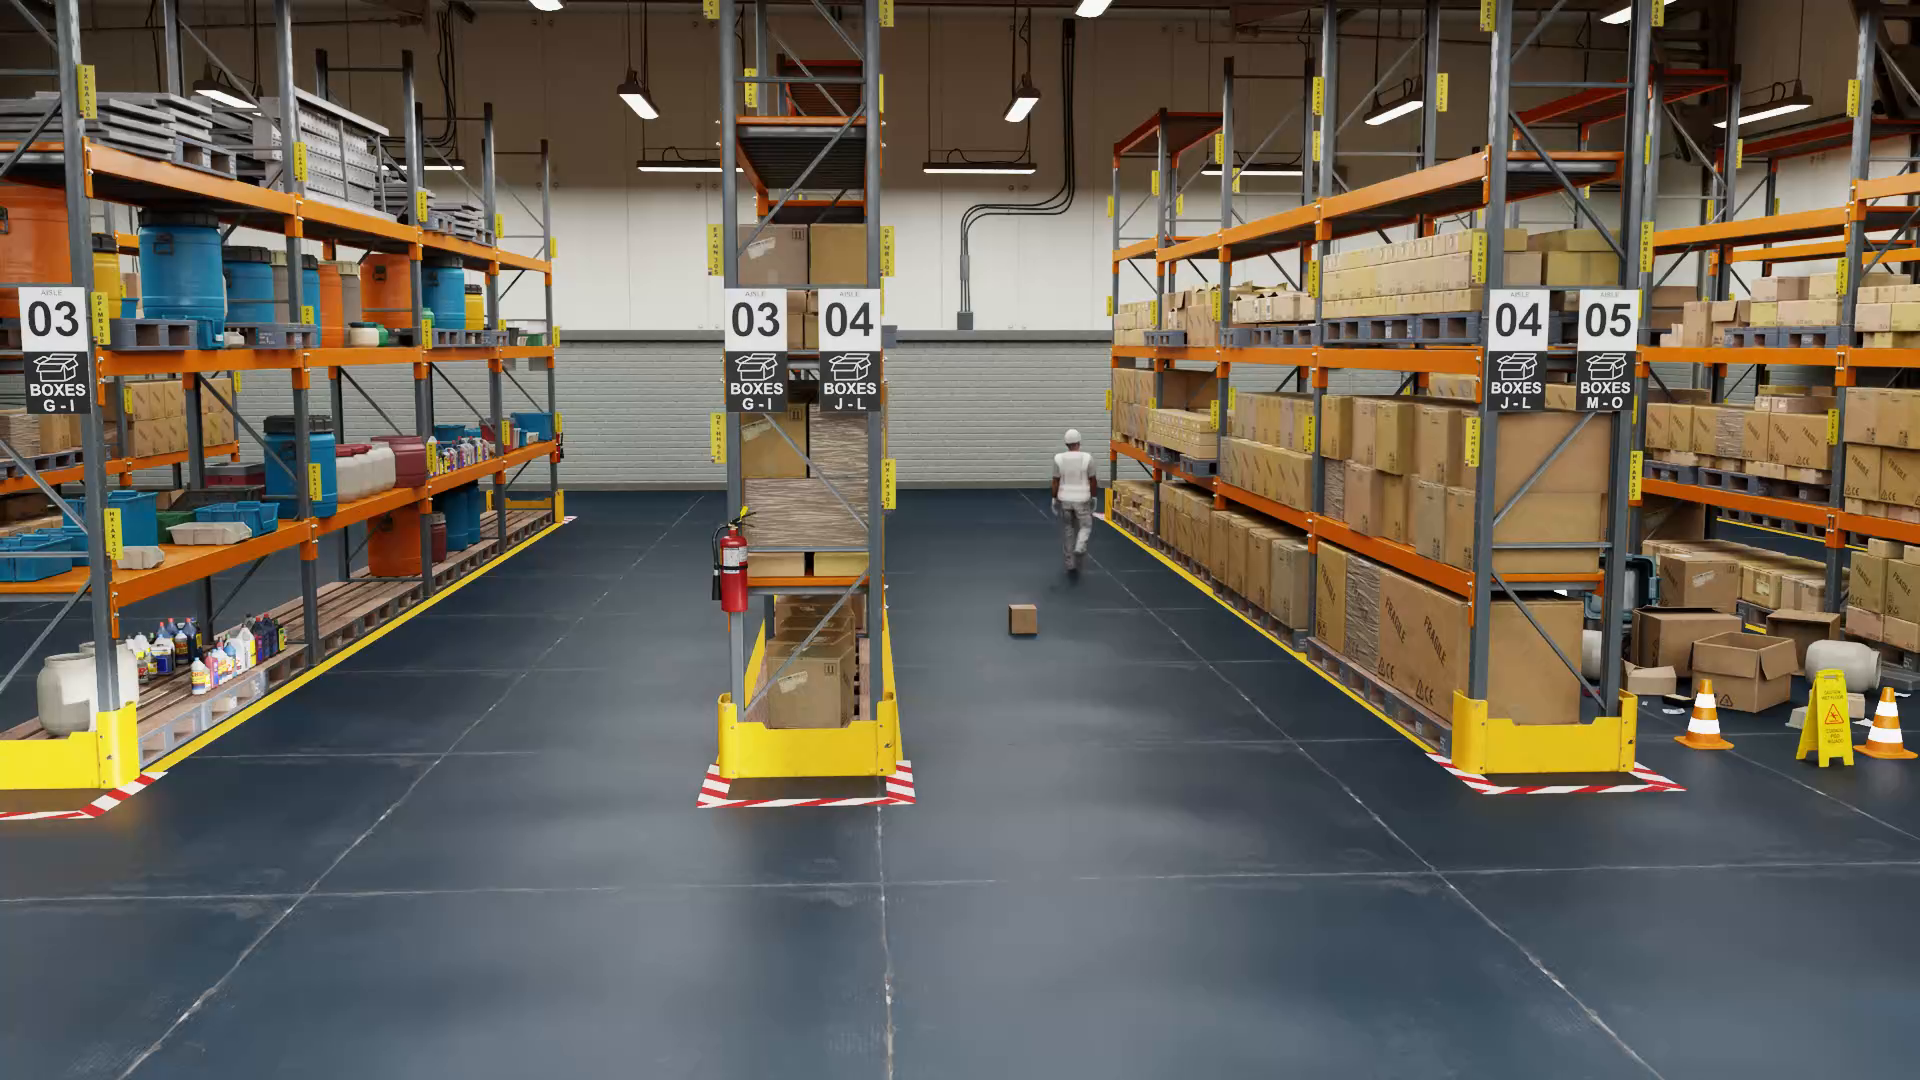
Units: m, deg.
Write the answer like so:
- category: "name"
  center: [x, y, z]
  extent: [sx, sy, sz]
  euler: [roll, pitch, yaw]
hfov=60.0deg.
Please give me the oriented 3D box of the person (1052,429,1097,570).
- category: "person"
  center: [1.426, -0.495, 20.700]
  extent: [0.563, 1.769, 0.732]
  euler: [1, 7, 10]
